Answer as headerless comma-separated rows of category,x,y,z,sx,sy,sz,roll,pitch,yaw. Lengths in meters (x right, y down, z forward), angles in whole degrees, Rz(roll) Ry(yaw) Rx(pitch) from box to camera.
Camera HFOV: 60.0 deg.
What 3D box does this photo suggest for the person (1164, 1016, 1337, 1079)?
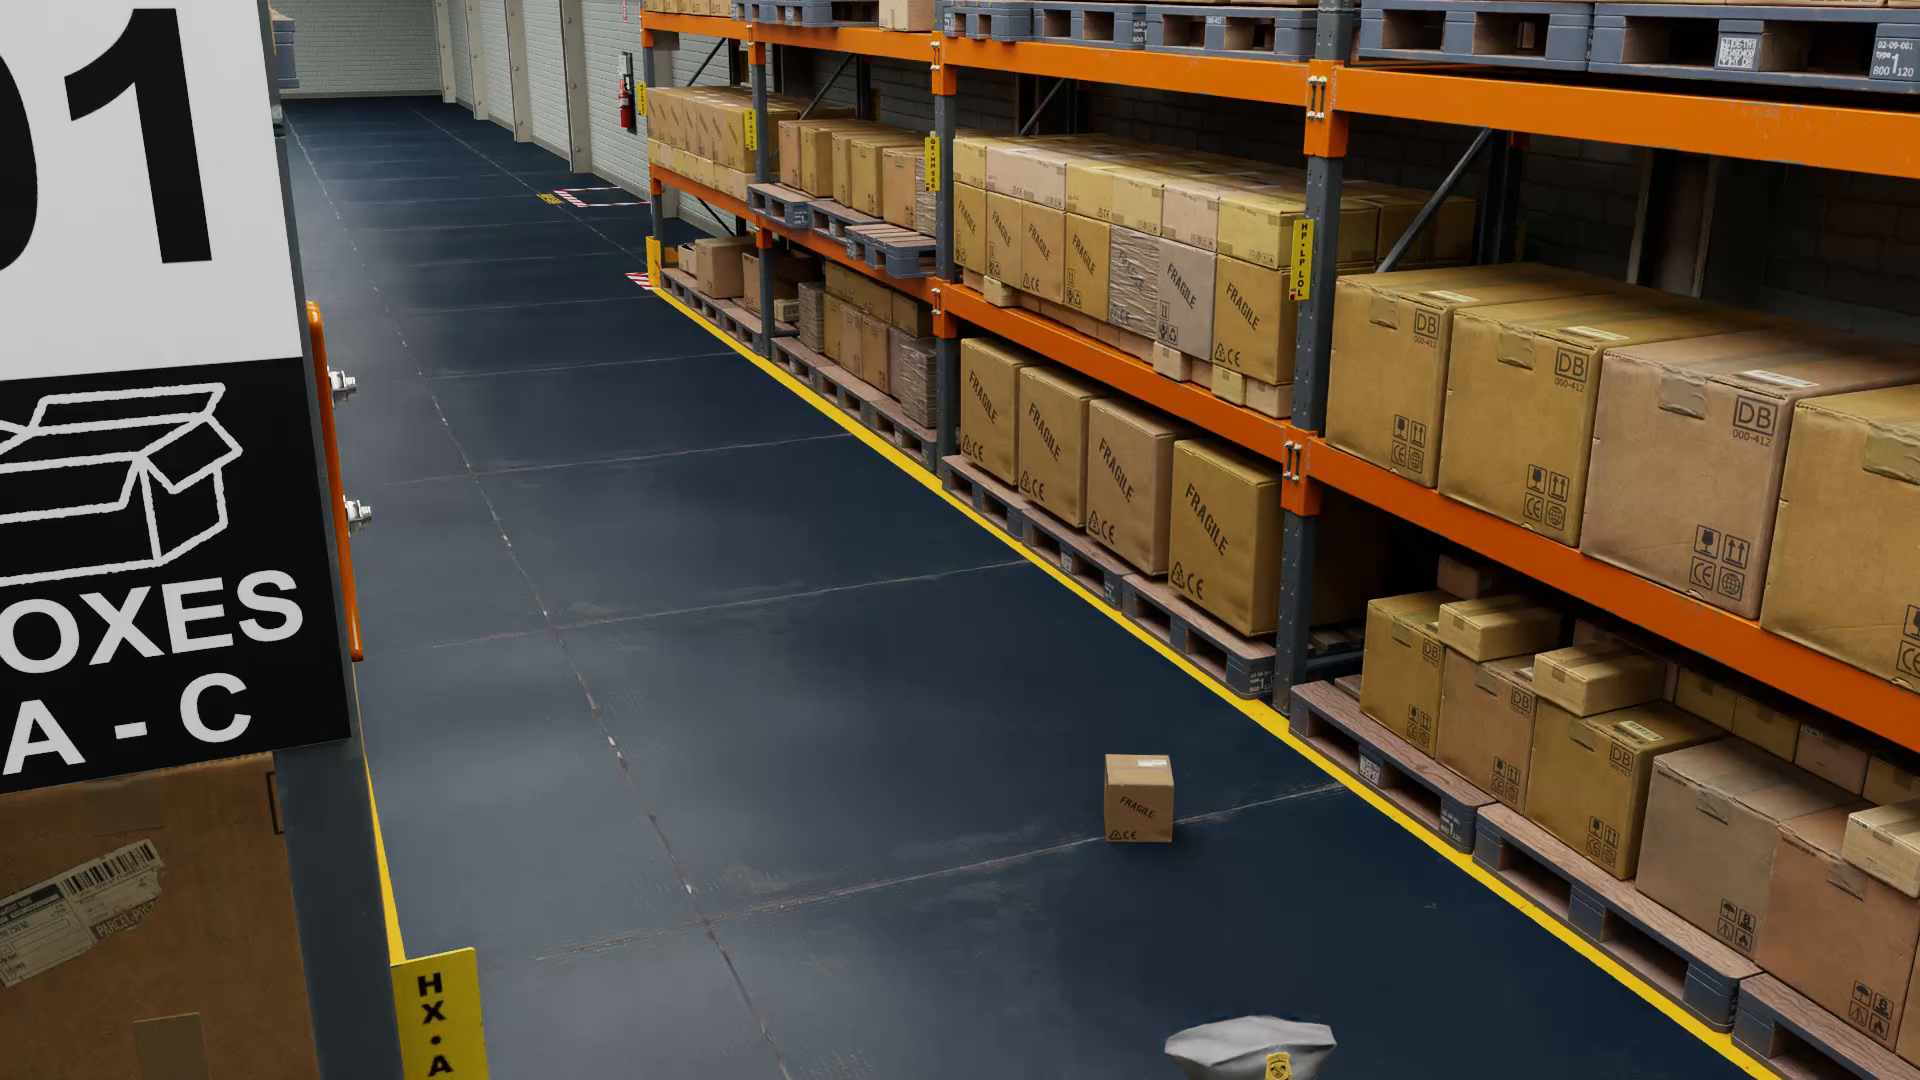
person,0.415,1.493,2.569,0.523,1.741,0.830,1,19,2
